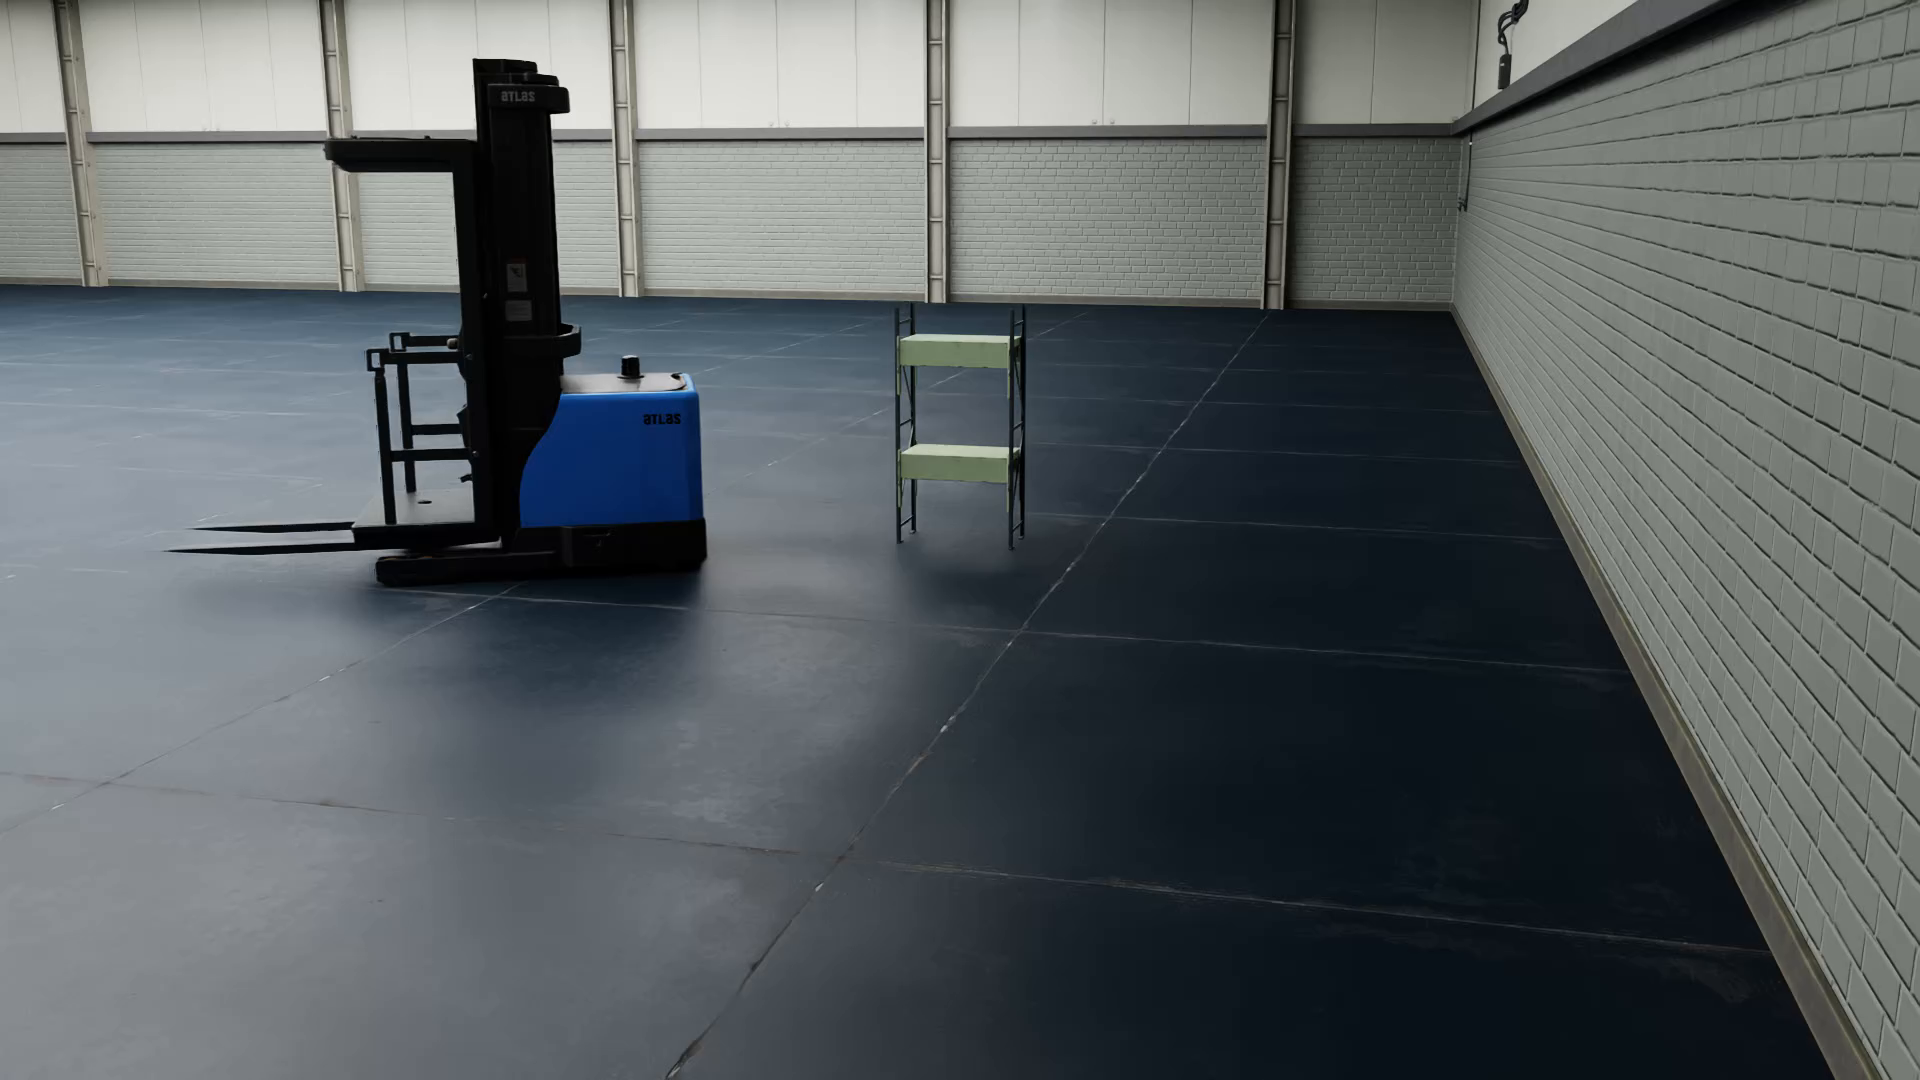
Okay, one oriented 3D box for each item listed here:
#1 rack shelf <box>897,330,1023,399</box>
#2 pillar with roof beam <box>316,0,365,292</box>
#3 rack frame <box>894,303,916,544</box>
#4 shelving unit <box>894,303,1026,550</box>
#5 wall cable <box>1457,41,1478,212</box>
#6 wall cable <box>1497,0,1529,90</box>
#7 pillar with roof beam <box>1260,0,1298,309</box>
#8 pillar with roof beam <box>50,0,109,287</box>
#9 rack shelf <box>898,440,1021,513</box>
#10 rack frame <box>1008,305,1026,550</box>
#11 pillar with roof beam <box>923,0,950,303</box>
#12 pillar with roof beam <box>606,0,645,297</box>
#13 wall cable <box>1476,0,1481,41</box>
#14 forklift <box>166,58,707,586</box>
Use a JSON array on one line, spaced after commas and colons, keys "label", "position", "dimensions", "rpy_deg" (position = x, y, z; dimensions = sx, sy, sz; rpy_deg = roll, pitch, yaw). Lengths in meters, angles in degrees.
[{"label": "rack shelf", "position": [0.006, -1.113, 10.485], "dimensions": [0.720, 0.370, 0.431], "rpy_deg": [3, 13, 14]}, {"label": "pillar with roof beam", "position": [-13.092, -8.433, 27.968], "dimensions": [0.400, 9.000, 9.100], "rpy_deg": [3, 13, 14]}, {"label": "rack frame", "position": [-0.349, -0.751, 10.655], "dimensions": [0.023, 1.500, 0.400], "rpy_deg": [3, 13, 14]}, {"label": "shelving unit", "position": [0.006, -0.732, 10.570], "dimensions": [0.755, 1.500, 0.431], "rpy_deg": [3, 13, 14]}, {"label": "wall cable", "position": [7.958, -6.457, 26.232], "dimensions": [0.112, 2.526, 3.097], "rpy_deg": [3, 13, 14]}, {"label": "wall cable", "position": [5.669, -7.638, 16.533], "dimensions": [0.169, 6.003, 2.305], "rpy_deg": [3, 13, 14]}, {"label": "pillar with roof beam", "position": [4.384, -7.499, 23.758], "dimensions": [0.400, 9.000, 9.100], "rpy_deg": [3, 13, 14]}, {"label": "pillar with roof beam", "position": [-18.917, -8.744, 29.371], "dimensions": [0.400, 9.000, 9.100], "rpy_deg": [3, 13, 14]}, {"label": "rack shelf", "position": [0.006, -0.414, 10.640], "dimensions": [0.720, 0.370, 0.431], "rpy_deg": [3, 13, 14]}, {"label": "rack frame", "position": [0.362, -0.713, 10.484], "dimensions": [0.023, 1.500, 0.400], "rpy_deg": [3, 13, 14]}, {"label": "pillar with roof beam", "position": [-1.442, -7.810, 25.161], "dimensions": [0.400, 9.000, 9.100], "rpy_deg": [3, 13, 14]}, {"label": "pillar with roof beam", "position": [-7.267, -8.122, 26.564], "dimensions": [0.400, 9.000, 9.100], "rpy_deg": [3, 13, 14]}, {"label": "wall cable", "position": [7.310, -8.354, 23.121], "dimensions": [0.112, 2.526, 3.097], "rpy_deg": [3, 13, 14]}, {"label": "forklift", "position": [-3.087, -1.289, 9.778], "dimensions": [3.031, 2.935, 1.130], "rpy_deg": [-3, 13, -11]}]
